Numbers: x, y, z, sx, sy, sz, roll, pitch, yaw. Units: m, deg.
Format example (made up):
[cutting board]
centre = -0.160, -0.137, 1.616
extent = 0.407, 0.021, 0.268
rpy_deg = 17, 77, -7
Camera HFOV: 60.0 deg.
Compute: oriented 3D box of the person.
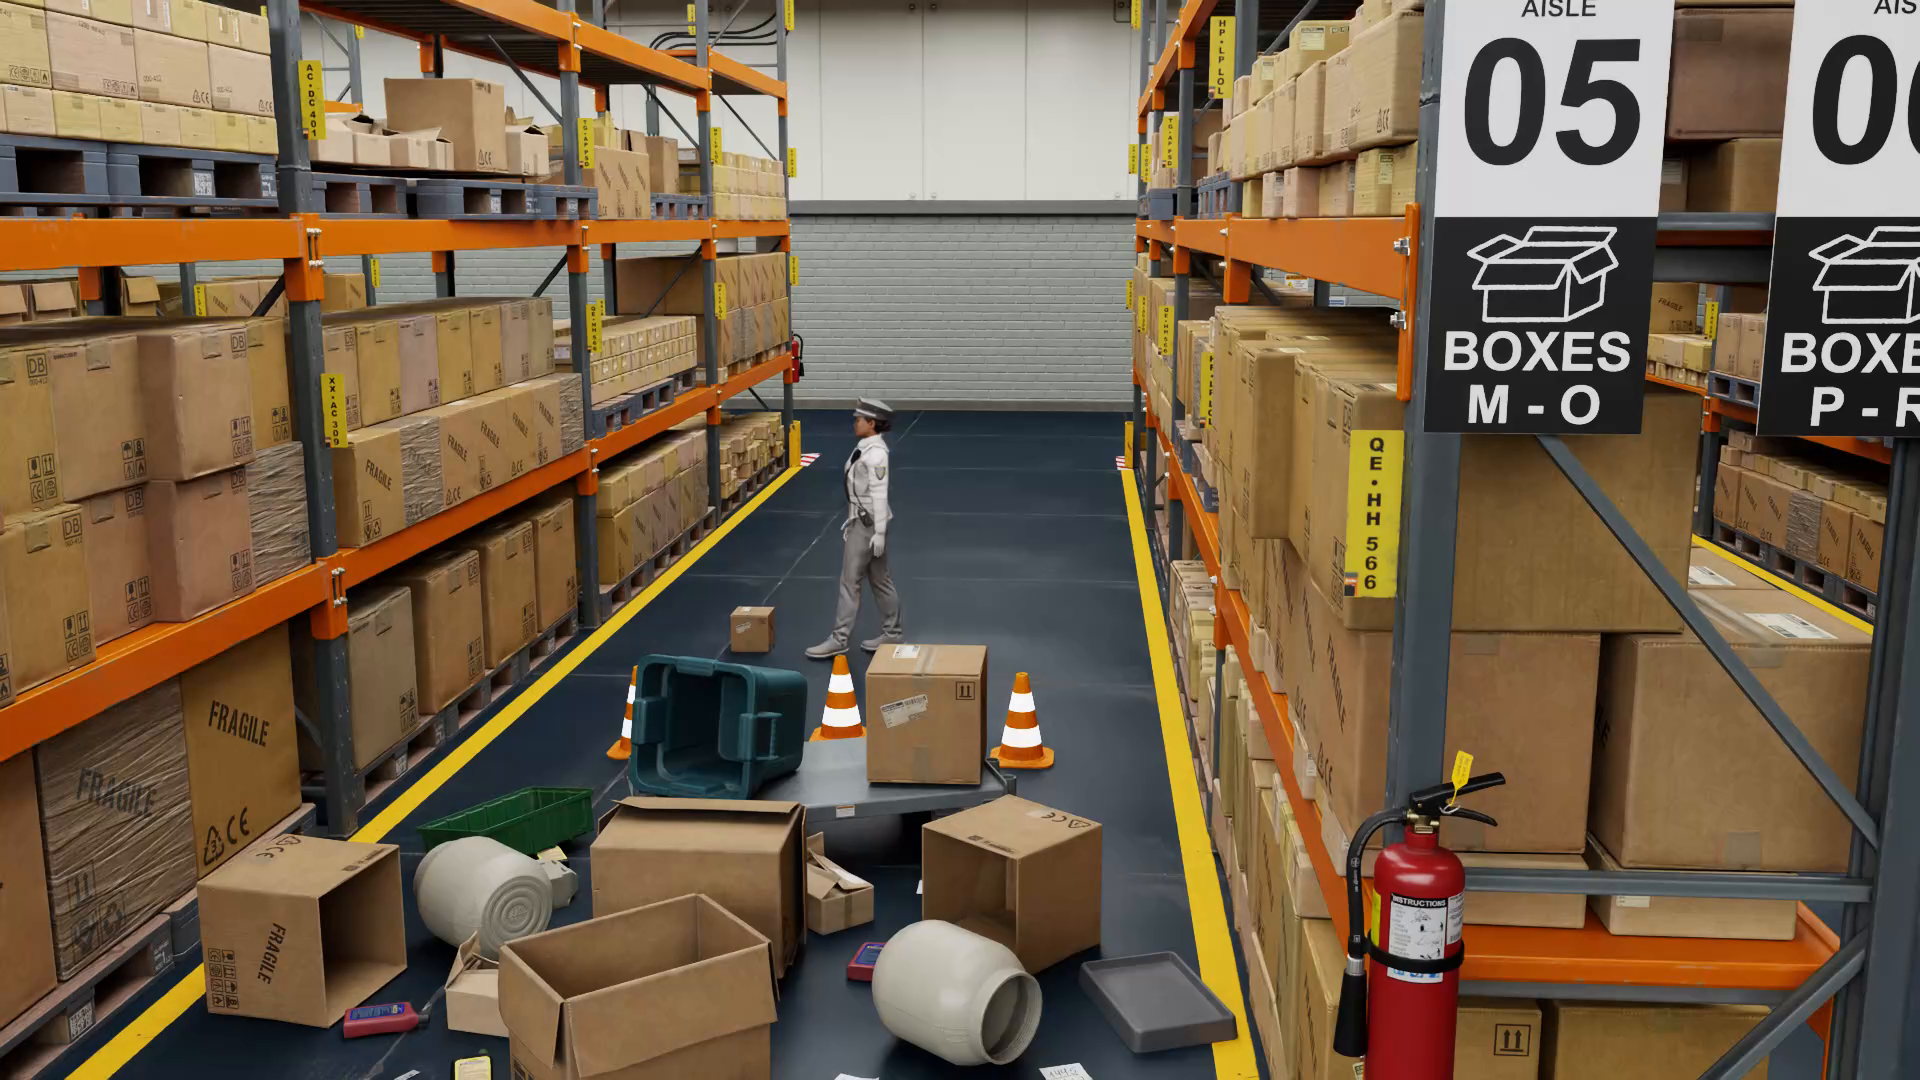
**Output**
[person]
centre = -0.690, -0.097, 10.811
extent = 0.642, 1.682, 0.503
rpy_deg = 0, 11, -2
